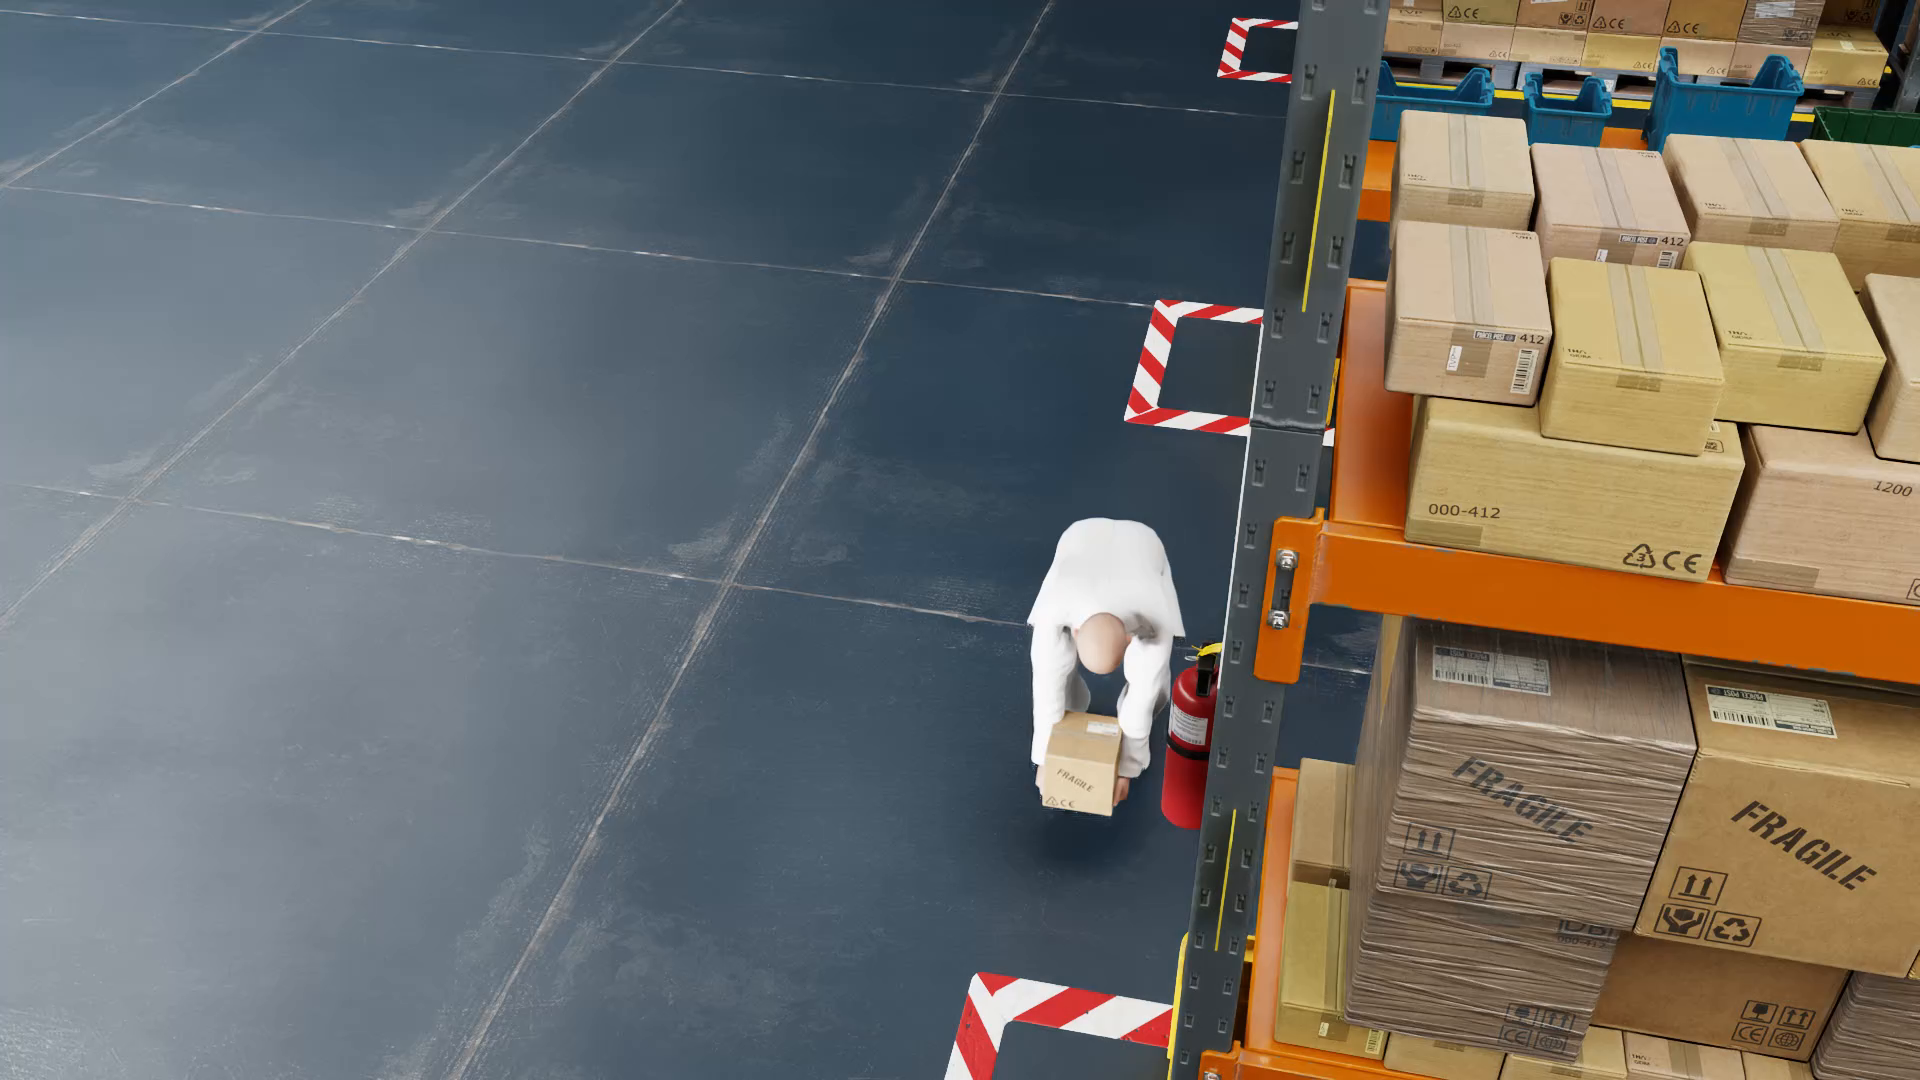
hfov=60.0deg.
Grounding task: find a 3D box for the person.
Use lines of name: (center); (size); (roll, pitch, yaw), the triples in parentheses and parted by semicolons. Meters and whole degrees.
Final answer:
person: (0.522, 0.468, 6.140); (0.593, 1.045, 0.943); (6, 36, 8)
